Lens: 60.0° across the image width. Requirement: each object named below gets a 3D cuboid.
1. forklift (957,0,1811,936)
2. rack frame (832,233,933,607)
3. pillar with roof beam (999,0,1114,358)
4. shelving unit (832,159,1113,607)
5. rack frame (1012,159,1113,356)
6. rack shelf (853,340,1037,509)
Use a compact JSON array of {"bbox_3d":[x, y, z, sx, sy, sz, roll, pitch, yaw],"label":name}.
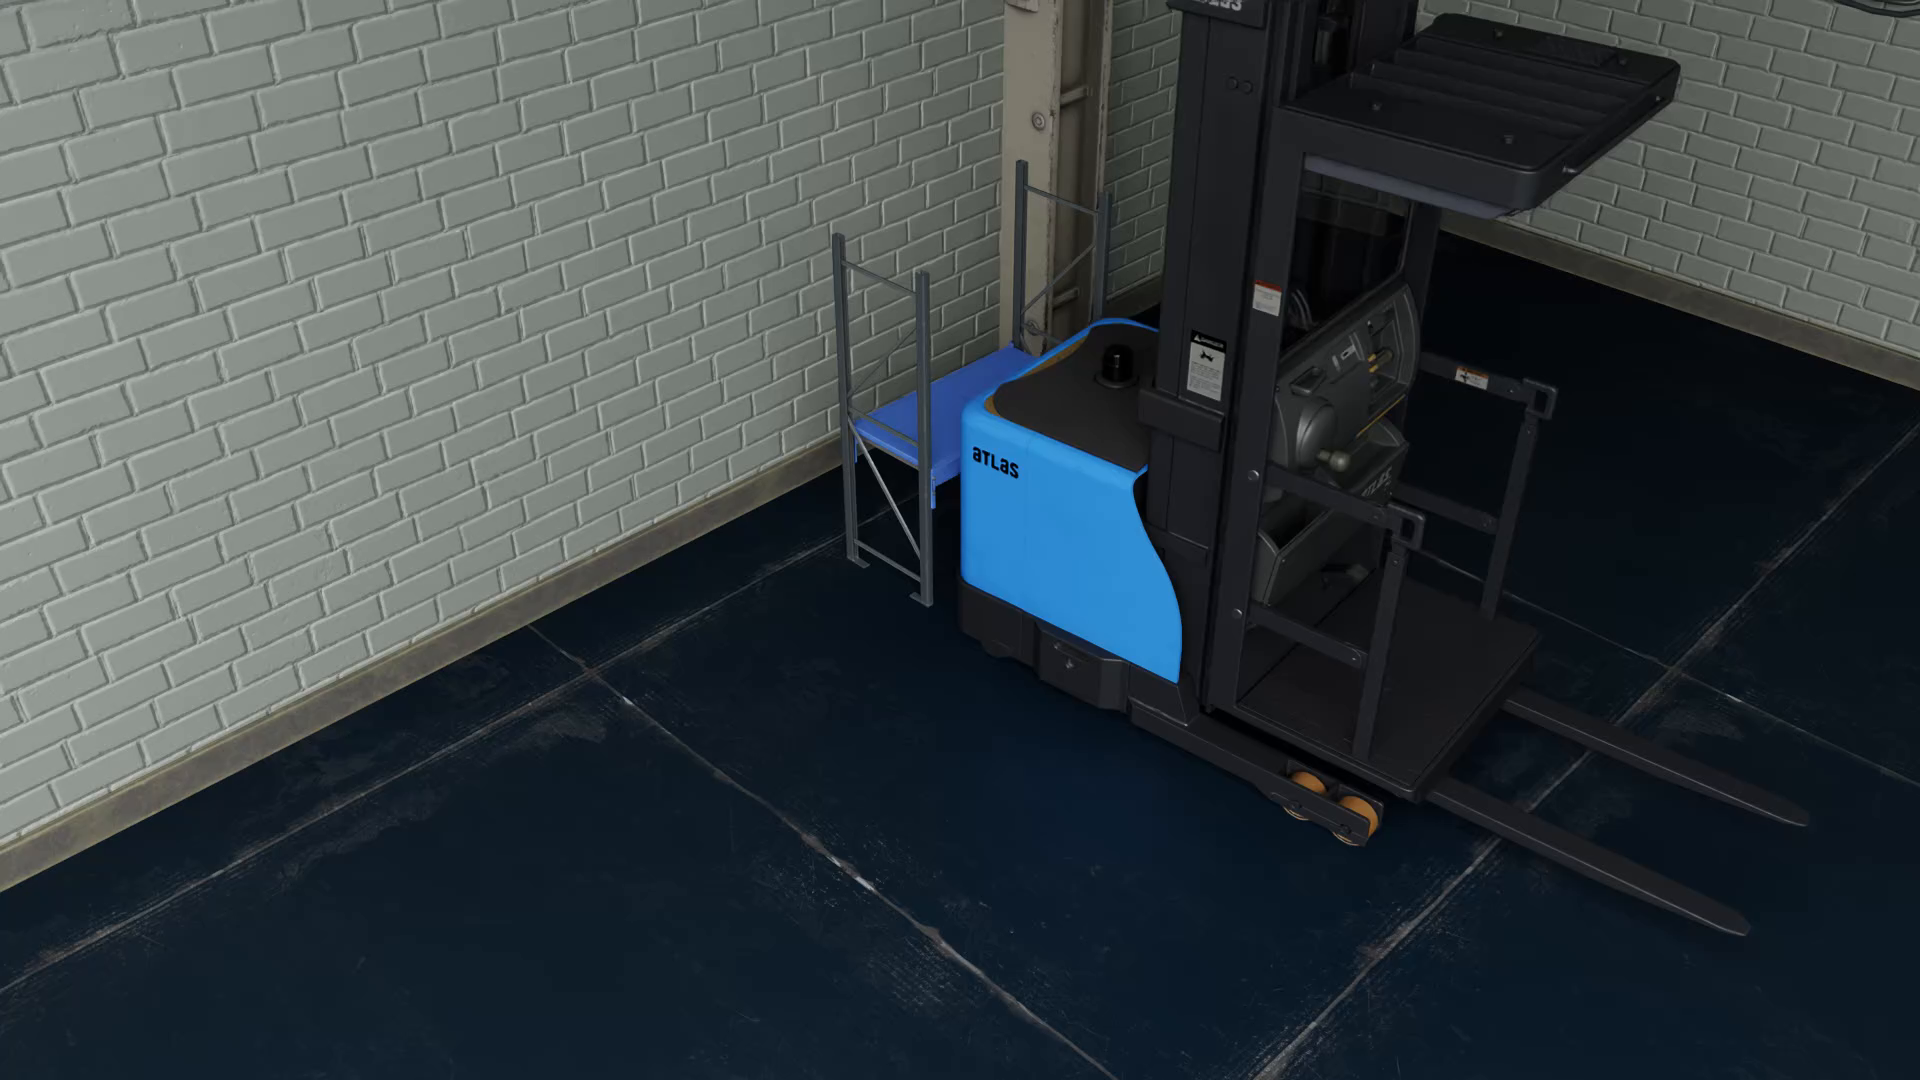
[{"bbox_3d":[1.450,-0.495,5.397,3.031,2.935,1.130,25,42,31],"label":"forklift"},{"bbox_3d":[-0.298,-0.443,6.575,0.500,1.500,0.032,30,45,35],"label":"rack frame"},{"bbox_3d":[3.494,-2.785,3.376,9.100,9.000,0.400,30,45,35],"label":"pillar with roof beam"},{"bbox_3d":[0.060,-0.650,6.871,0.538,1.500,1.048,30,45,35],"label":"shelving unit"},{"bbox_3d":[0.418,-0.856,7.167,0.500,1.500,0.032,30,45,35],"label":"rack frame"},{"bbox_3d":[0.060,-0.502,6.974,0.538,0.185,1.000,30,45,35],"label":"rack shelf"}]
